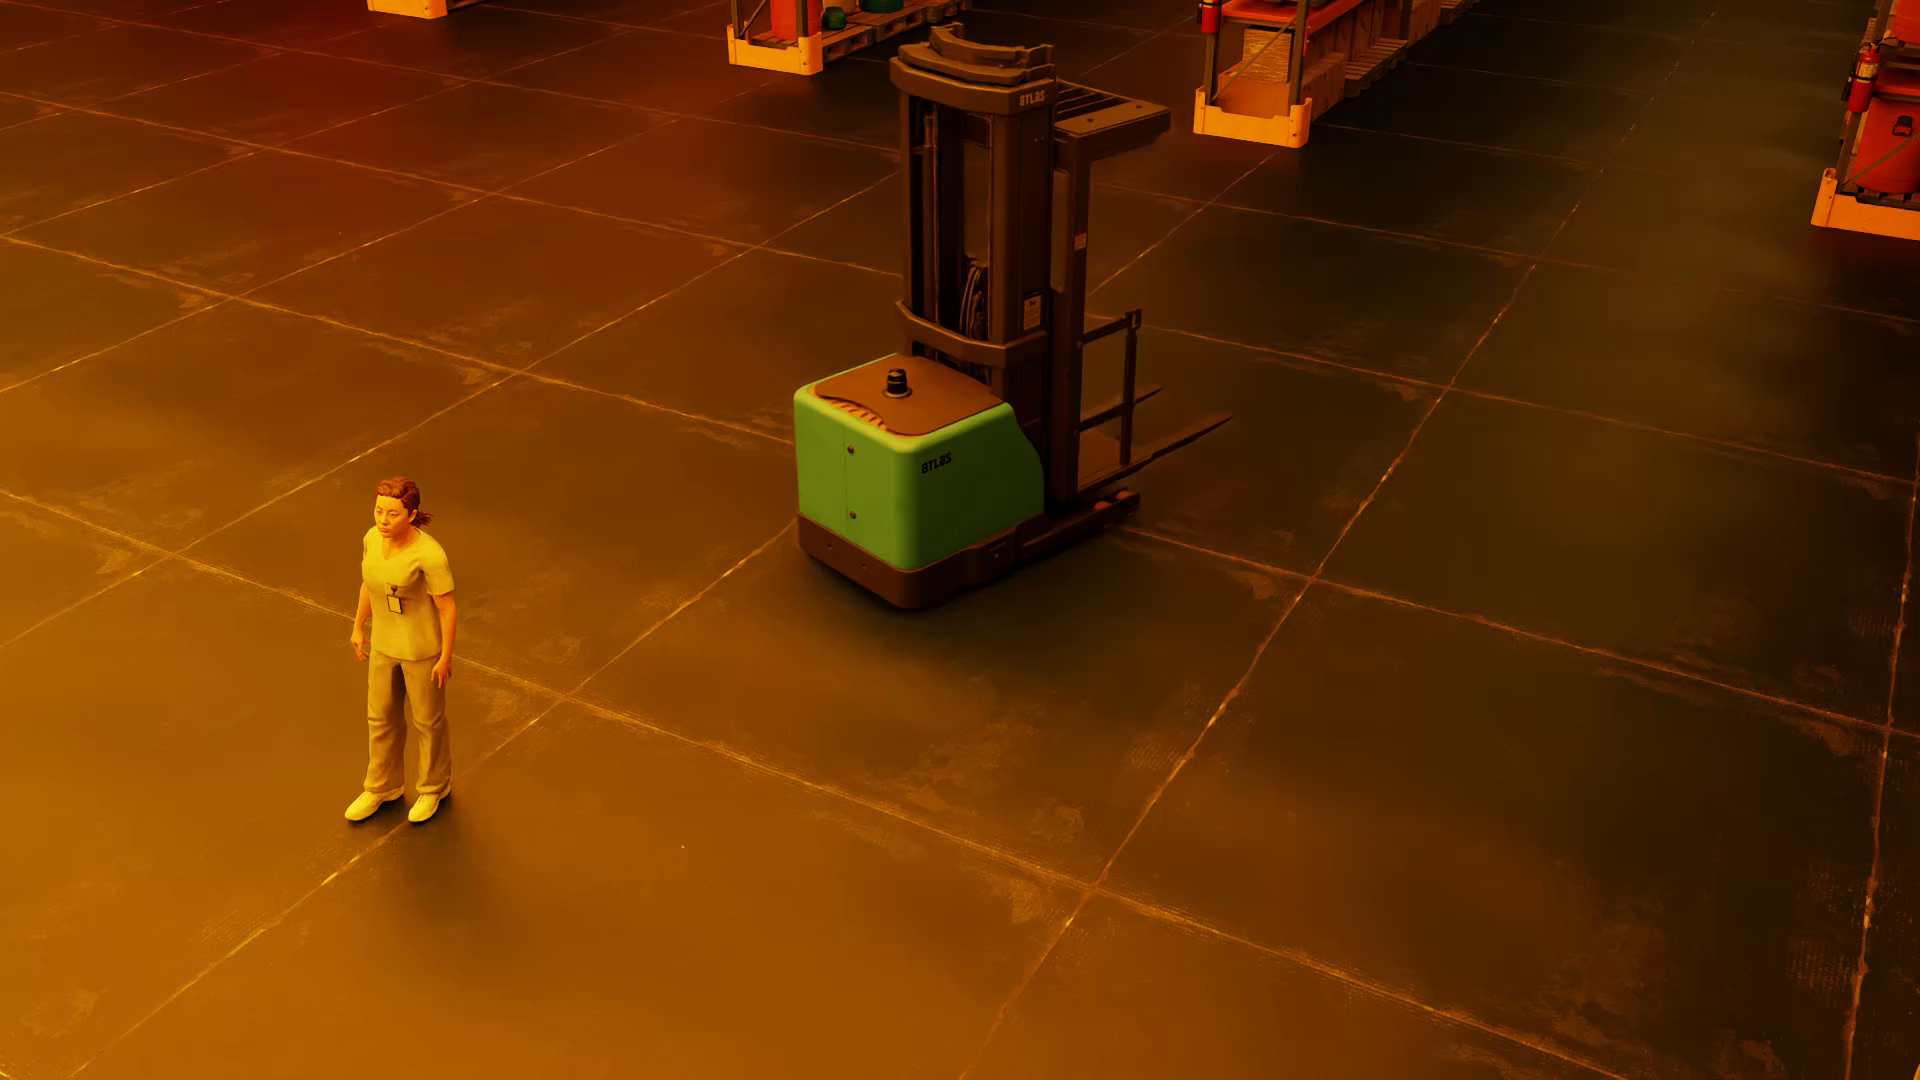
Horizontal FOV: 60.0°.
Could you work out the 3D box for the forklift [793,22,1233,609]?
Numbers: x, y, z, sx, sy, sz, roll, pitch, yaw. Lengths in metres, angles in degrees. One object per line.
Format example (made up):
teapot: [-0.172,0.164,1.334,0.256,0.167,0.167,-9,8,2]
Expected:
forklift: [0.468,-1.510,9.687,3.031,2.935,1.130,-25,38,-36]

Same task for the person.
person: [-2.510,0.513,7.424,0.549,1.675,0.549,12,32,21]
